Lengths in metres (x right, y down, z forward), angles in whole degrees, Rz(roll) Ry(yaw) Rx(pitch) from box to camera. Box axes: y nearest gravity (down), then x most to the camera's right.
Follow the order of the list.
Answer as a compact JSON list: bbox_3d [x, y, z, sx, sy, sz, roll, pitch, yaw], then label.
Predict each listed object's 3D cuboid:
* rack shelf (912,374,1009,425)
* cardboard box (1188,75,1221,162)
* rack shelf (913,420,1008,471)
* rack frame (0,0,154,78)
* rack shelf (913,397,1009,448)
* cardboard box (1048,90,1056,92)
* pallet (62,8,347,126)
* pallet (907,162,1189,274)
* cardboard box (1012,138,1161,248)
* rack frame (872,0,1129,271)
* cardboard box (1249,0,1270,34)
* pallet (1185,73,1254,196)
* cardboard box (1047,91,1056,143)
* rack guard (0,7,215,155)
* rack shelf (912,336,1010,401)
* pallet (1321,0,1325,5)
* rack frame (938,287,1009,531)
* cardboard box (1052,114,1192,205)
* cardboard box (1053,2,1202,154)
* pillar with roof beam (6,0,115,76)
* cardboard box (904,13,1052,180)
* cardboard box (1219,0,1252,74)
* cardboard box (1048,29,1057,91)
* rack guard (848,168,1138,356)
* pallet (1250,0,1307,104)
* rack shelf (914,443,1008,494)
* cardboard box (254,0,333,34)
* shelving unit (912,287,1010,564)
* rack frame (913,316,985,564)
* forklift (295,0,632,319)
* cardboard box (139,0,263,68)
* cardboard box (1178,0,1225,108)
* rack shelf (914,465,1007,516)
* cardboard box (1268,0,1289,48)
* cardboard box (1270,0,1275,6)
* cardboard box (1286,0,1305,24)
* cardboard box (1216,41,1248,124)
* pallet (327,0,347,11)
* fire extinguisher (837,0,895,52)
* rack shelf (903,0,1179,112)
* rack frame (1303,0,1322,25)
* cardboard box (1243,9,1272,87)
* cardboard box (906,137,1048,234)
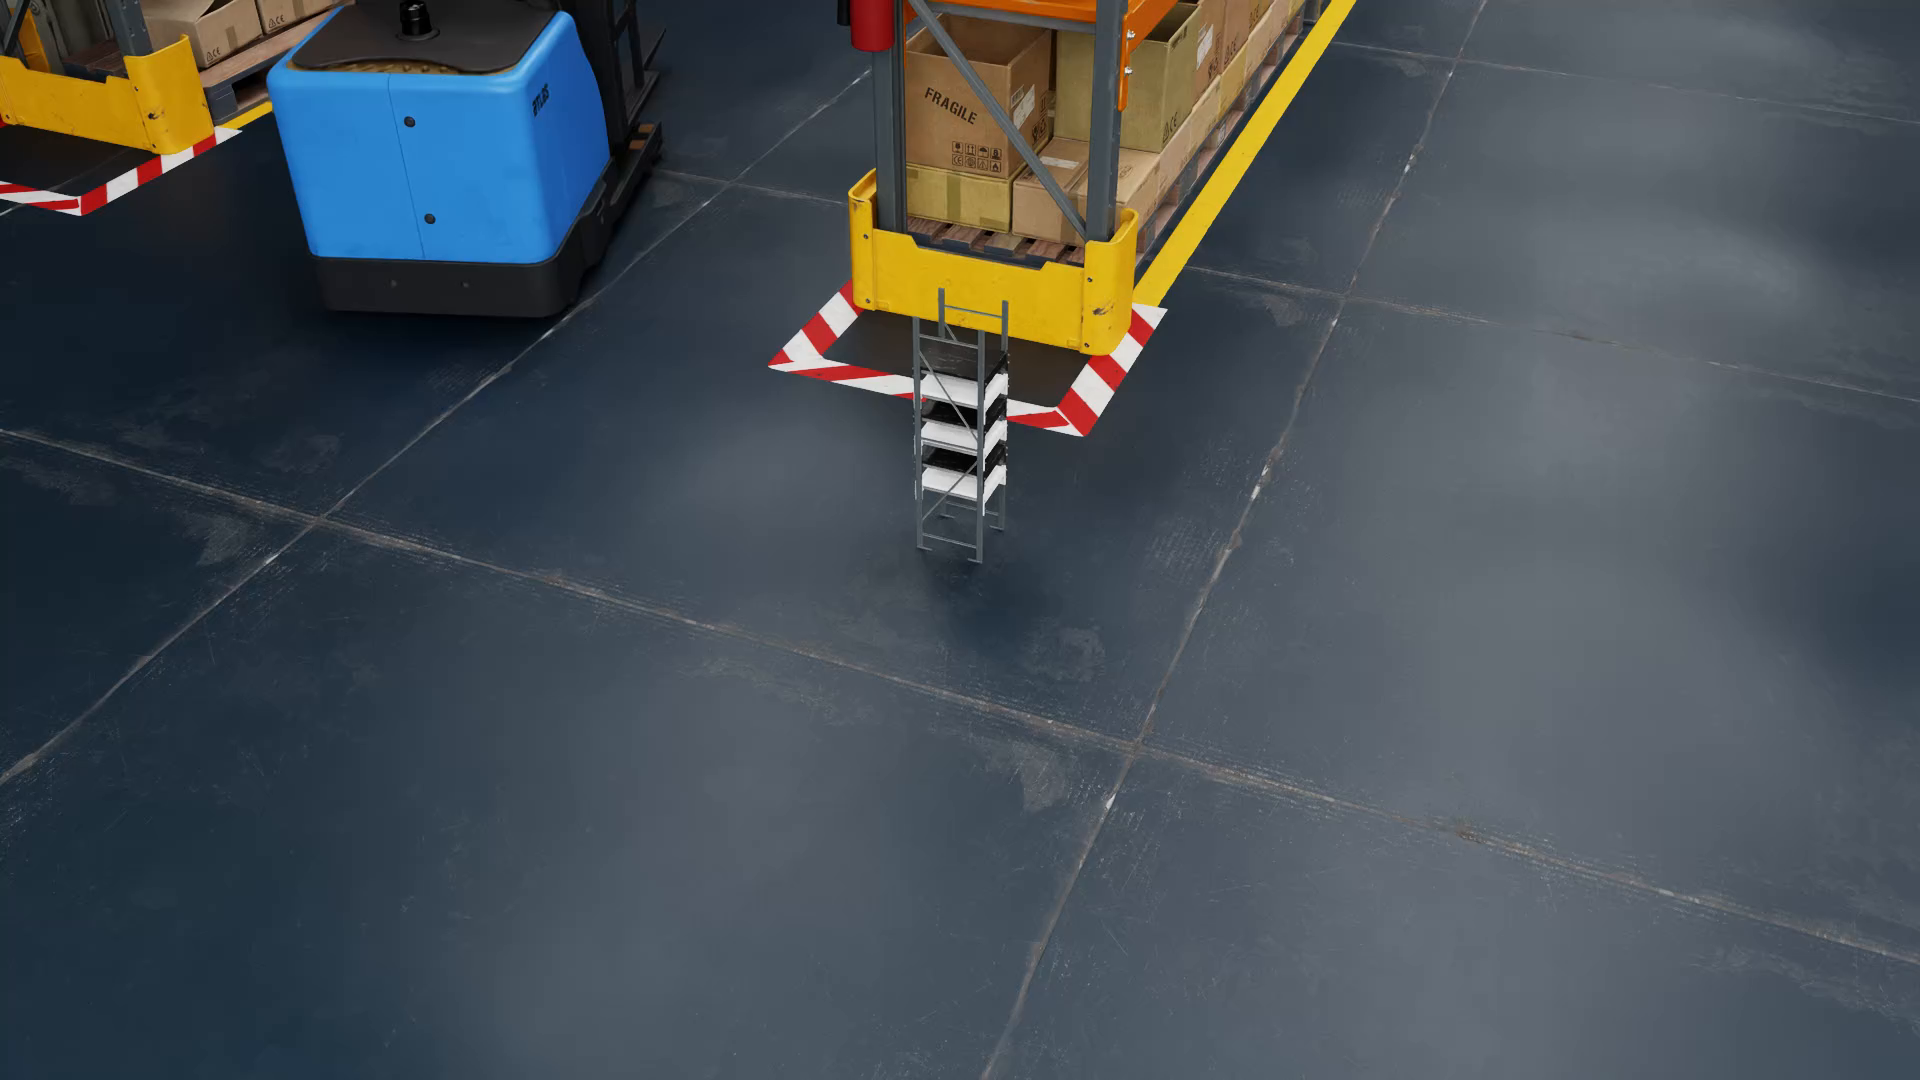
[{"bbox_3d":[0.003,-0.482,5.399,0.258,0.077,0.200,14,39,18],"label":"rack shelf"},{"bbox_3d":[0.925,-2.046,7.928,0.500,0.250,0.500,14,39,18],"label":"cardboard box"},{"bbox_3d":[0.003,-0.338,5.507,0.258,0.077,0.200,14,39,18],"label":"rack shelf"},{"bbox_3d":[-4.445,-3.305,7.666,1.000,3.000,0.127,14,39,18],"label":"rack frame"},{"bbox_3d":[0.003,-0.410,5.453,0.258,0.077,0.200,14,39,18],"label":"rack shelf"},{"bbox_3d":[0.436,-2.166,8.089,0.500,0.250,0.500,14,39,18],"label":"cardboard box"},{"bbox_3d":[-4.074,-2.672,9.148,1.003,0.211,1.213,14,39,18],"label":"pallet"},{"bbox_3d":[0.390,-1.495,7.573,1.003,0.211,1.213,14,39,18],"label":"pallet"},{"bbox_3d":[0.547,-1.492,7.186,0.500,0.250,0.500,14,39,18],"label":"cardboard box"},{"bbox_3d":[0.137,-2.178,6.159,1.000,3.000,0.127,14,39,18],"label":"rack frame"},{"bbox_3d":[1.297,-2.902,8.446,0.500,0.500,0.500,14,39,18],"label":"cardboard box"},{"bbox_3d":[0.855,-2.168,8.474,1.003,0.211,1.213,14,39,18],"label":"pallet"},{"bbox_3d":[0.247,-1.889,7.718,0.500,0.250,0.500,14,39,18],"label":"cardboard box"},{"bbox_3d":[-4.416,-2.346,8.471,1.175,0.500,0.348,14,39,18],"label":"rack guard"},{"bbox_3d":[0.003,-0.555,5.345,0.258,0.077,0.200,14,39,18],"label":"rack shelf"},{"bbox_3d":[1.904,-3.693,10.514,1.003,0.211,1.213,14,39,18],"label":"pallet"},{"bbox_3d":[0.042,-0.421,5.562,0.240,0.900,0.006,14,39,18],"label":"rack frame"},{"bbox_3d":[0.734,-1.769,7.557,0.500,0.250,0.500,14,39,18],"label":"cardboard box"},{"bbox_3d":[0.736,-2.069,7.332,0.500,0.500,0.500,14,39,18],"label":"cardboard box"},{"bbox_3d":[-0.997,-5.312,5.340,9.100,9.000,0.400,14,39,18],"label":"pillar with roof beam"},{"bbox_3d":[0.066,-1.910,7.120,0.500,0.500,0.500,14,39,18],"label":"cardboard box"},{"bbox_3d":[1.120,-2.622,8.072,0.500,0.500,0.500,14,39,18],"label":"cardboard box"},{"bbox_3d":[0.433,-2.467,7.865,0.500,0.500,0.500,14,39,18],"label":"cardboard box"},{"bbox_3d":[0.128,-1.164,6.890,1.175,0.500,0.348,14,39,18],"label":"rack guard"},{"bbox_3d":[1.318,-2.845,9.380,1.003,0.211,1.213,14,39,18],"label":"pallet"},{"bbox_3d":[0.003,-0.266,5.560,0.258,0.077,0.200,14,39,18],"label":"rack shelf"},{"bbox_3d":[-3.882,-3.082,9.247,0.500,0.311,0.500,17,40,21],"label":"cardboard box"},{"bbox_3d":[0.003,-0.365,5.487,0.258,0.900,0.210,14,39,18],"label":"shelving unit"},{"bbox_3d":[-0.036,-0.309,5.411,0.240,0.900,0.006,14,39,18],"label":"rack frame"},{"bbox_3d":[-2.178,-2.954,7.254,1.130,2.935,3.031,-4,37,-5],"label":"forklift"},{"bbox_3d":[-4.099,-2.767,8.824,0.500,0.311,0.500,10,38,13],"label":"cardboard box"},{"bbox_3d":[0.914,-2.349,7.707,0.500,0.500,0.500,14,39,18],"label":"cardboard box"},{"bbox_3d":[0.003,-0.194,5.614,0.258,0.077,0.200,14,39,18],"label":"rack shelf"},{"bbox_3d":[1.486,-2.879,9.042,0.500,0.250,0.500,14,39,18],"label":"cardboard box"},{"bbox_3d":[1.484,-3.180,8.818,0.500,0.500,0.500,14,39,18],"label":"cardboard box"},{"bbox_3d":[1.685,-3.153,9.409,0.500,0.250,0.500,14,39,18],"label":"cardboard box"},{"bbox_3d":[1.120,-2.322,8.297,0.500,0.250,0.500,14,39,18],"label":"cardboard box"},{"bbox_3d":[-3.609,-3.345,10.049,1.003,0.211,1.213,14,39,18],"label":"pallet"},{"bbox_3d":[-0.337,-2.188,6.236,0.296,0.674,0.183,14,39,18],"label":"fire extinguisher"},{"bbox_3d":[0.898,-2.998,7.856,1.077,0.370,4.000,14,39,18],"label":"rack shelf"},{"bbox_3d":[1.659,-4.393,9.122,1.000,3.000,0.127,14,39,18],"label":"rack frame"},{"bbox_3d":[1.309,-2.599,8.667,0.500,0.250,0.500,14,39,18],"label":"cardboard box"},{"bbox_3d":[0.068,-1.609,7.344,0.500,0.250,0.500,14,39,18],"label":"cardboard box"}]
